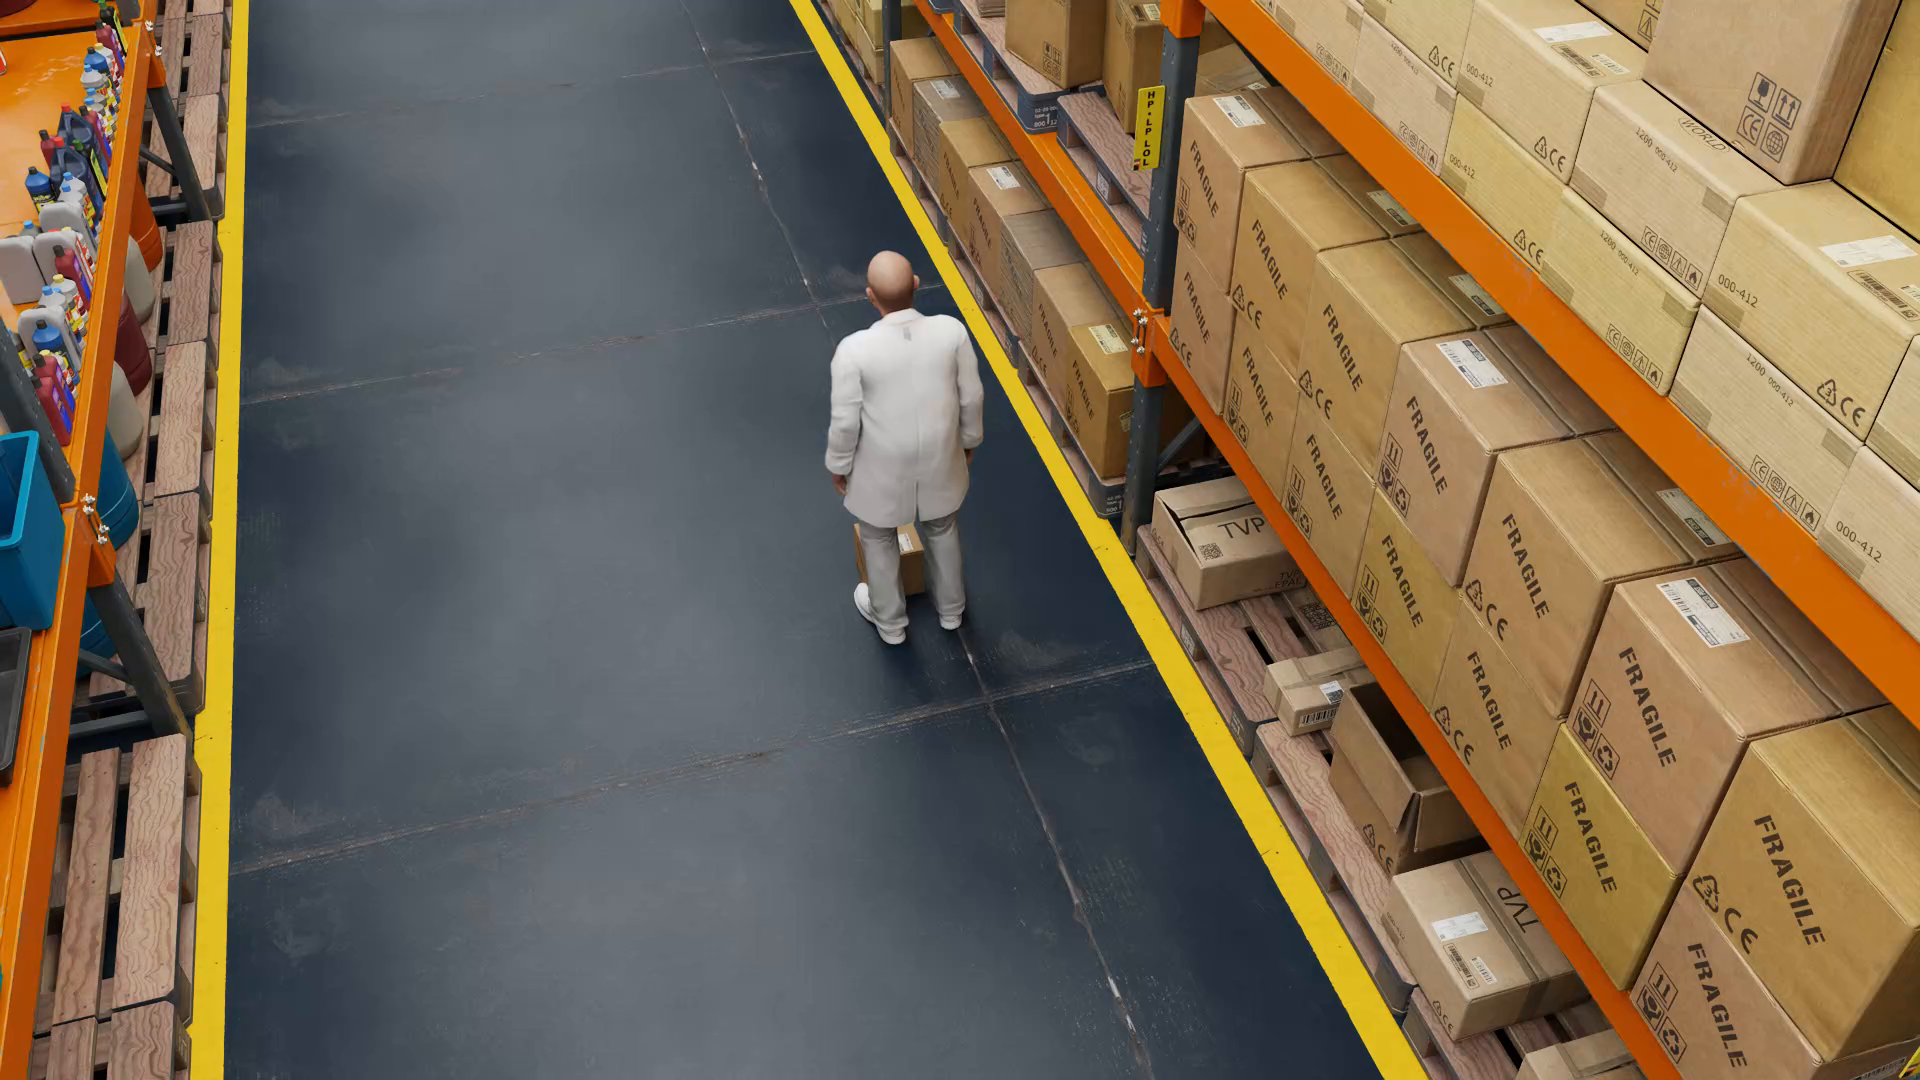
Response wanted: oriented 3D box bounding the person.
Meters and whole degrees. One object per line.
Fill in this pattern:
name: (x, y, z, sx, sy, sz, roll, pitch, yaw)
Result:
person: (-0.215, -0.337, 6.550, 0.640, 1.773, 0.424, -12, 43, -14)
